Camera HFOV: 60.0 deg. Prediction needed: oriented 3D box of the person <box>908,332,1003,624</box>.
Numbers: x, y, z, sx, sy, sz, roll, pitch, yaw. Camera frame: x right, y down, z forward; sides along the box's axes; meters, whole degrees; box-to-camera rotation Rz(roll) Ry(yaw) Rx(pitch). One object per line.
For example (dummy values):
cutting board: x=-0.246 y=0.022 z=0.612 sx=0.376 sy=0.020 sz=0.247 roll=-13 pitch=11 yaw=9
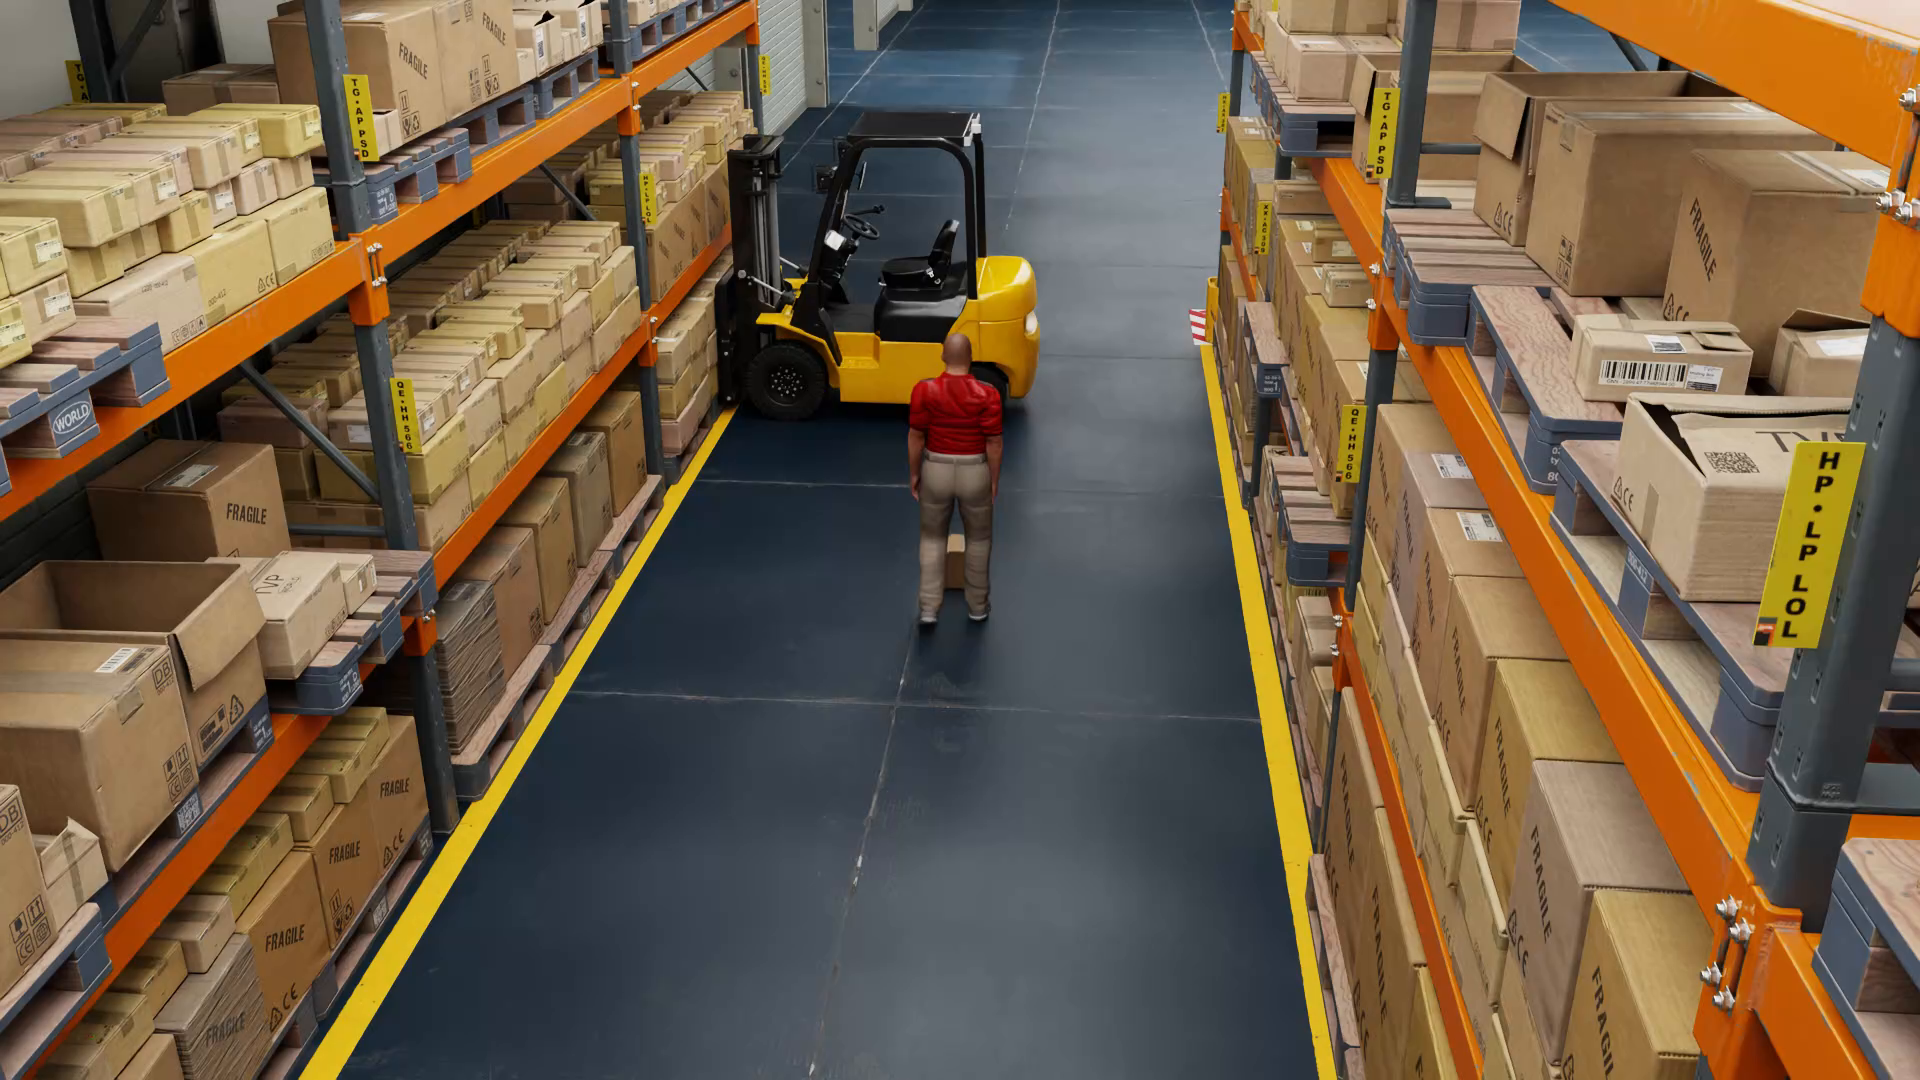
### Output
person: x=-0.022 y=-0.305 z=9.399 sx=0.536 sy=1.817 sz=0.485 roll=2 pitch=24 yaw=5
